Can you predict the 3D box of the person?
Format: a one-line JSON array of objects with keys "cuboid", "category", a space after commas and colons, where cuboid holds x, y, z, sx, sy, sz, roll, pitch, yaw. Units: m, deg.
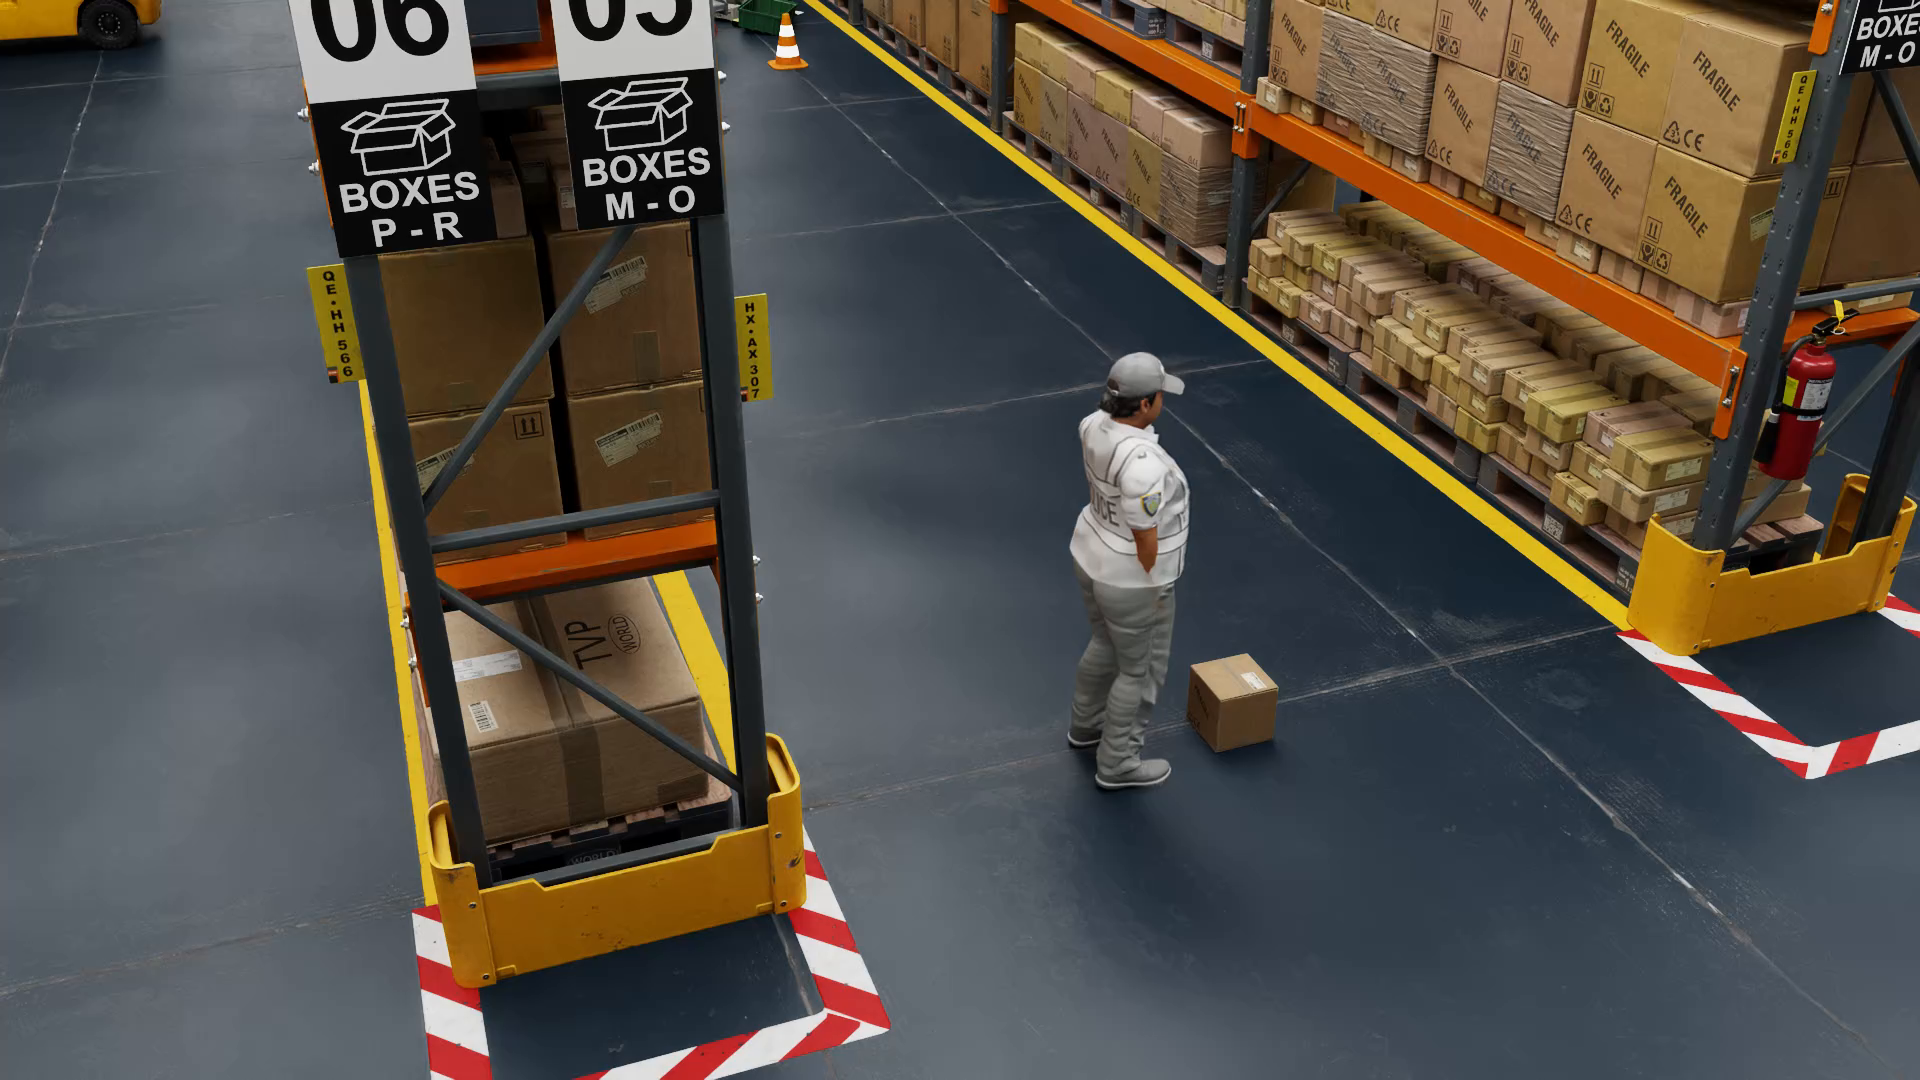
[{"cuboid": [0.602, 0.103, 5.960, 0.390, 1.662, 0.469, -10, 31, -16], "category": "person"}]
